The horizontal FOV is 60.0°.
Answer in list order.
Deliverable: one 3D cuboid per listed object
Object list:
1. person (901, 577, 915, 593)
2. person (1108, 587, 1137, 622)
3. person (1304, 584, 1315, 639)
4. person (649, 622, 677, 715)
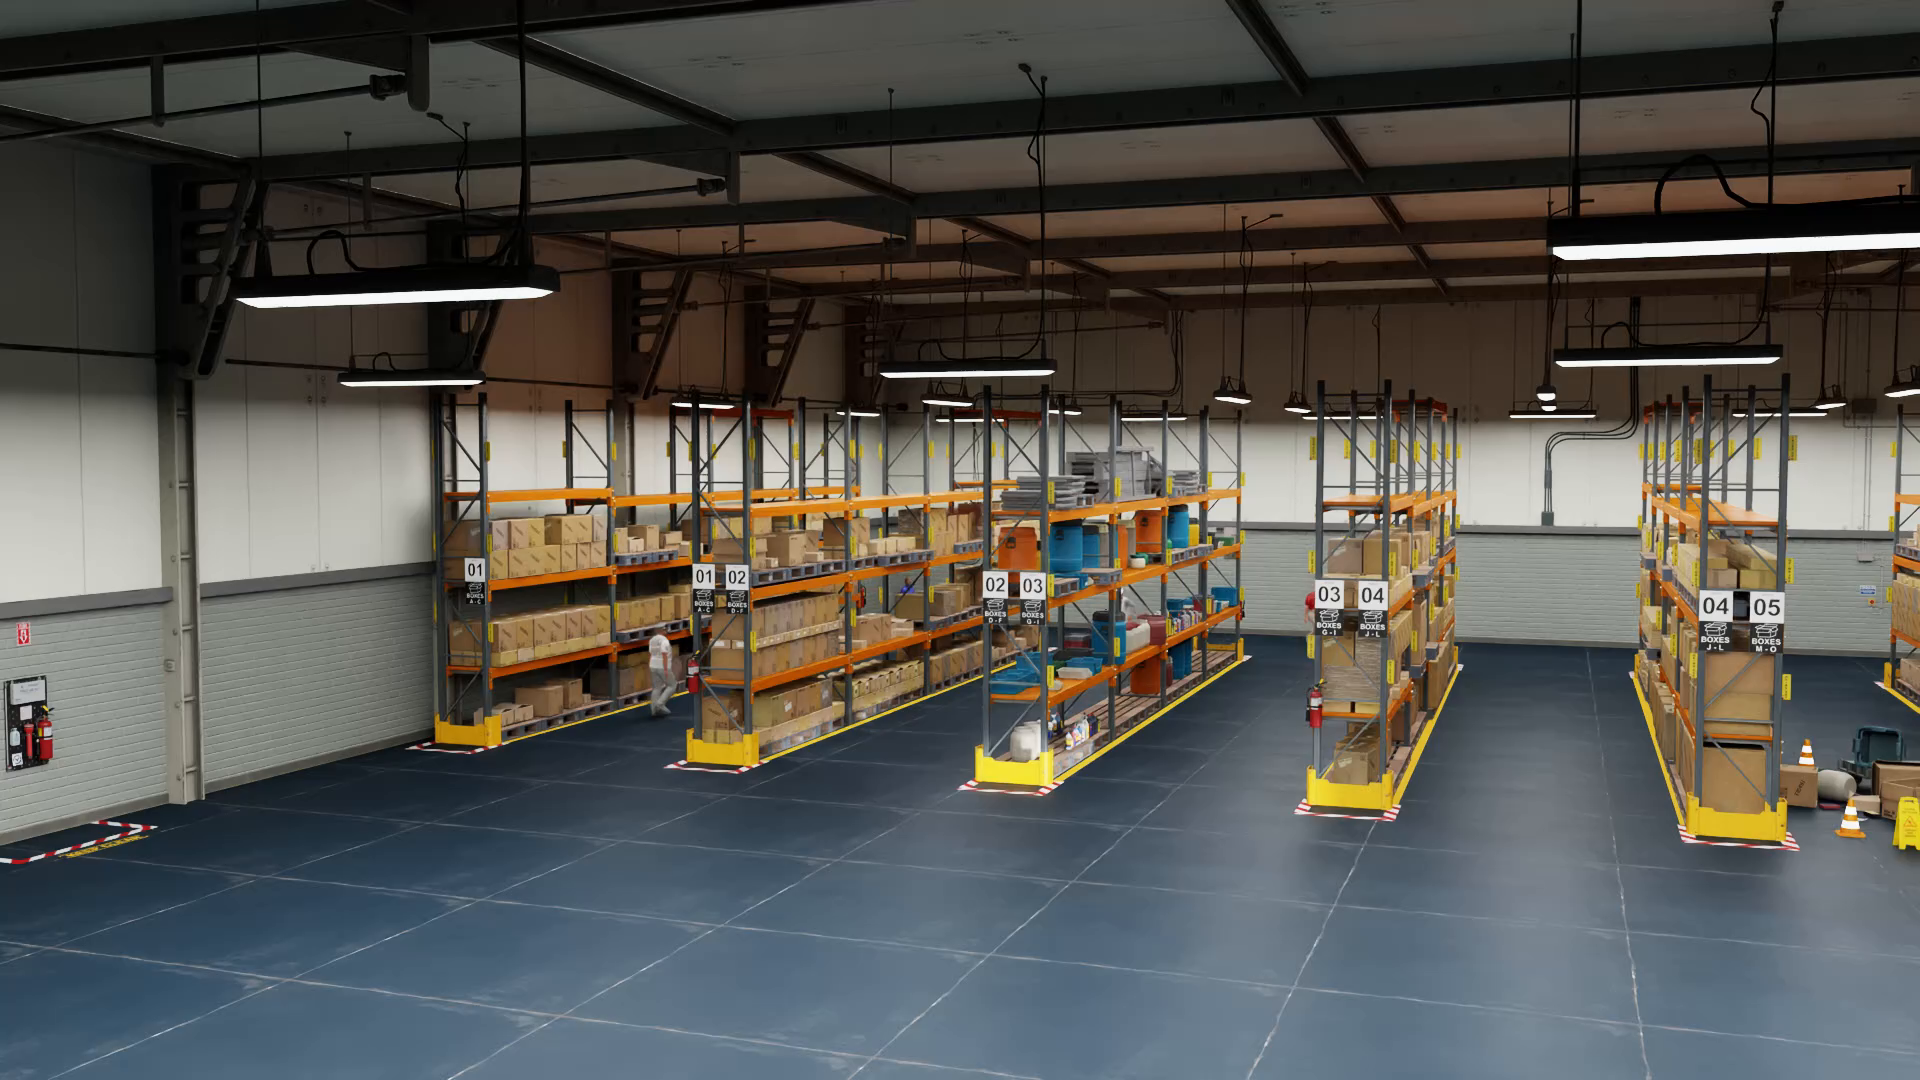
[{"bbox_3d":[-1.383,1.798,44.947,1.032,1.604,0.435,2,4,30],"label":"person"},{"bbox_3d":[3.936,1.915,40.278,0.698,1.630,0.708,2,4,30],"label":"person"},{"bbox_3d":[9.142,1.920,42.609,0.527,1.609,1.000,-1,3,-25],"label":"person"},{"bbox_3d":[-5.679,2.437,31.484,0.586,1.757,0.484,2,4,34],"label":"person"}]
